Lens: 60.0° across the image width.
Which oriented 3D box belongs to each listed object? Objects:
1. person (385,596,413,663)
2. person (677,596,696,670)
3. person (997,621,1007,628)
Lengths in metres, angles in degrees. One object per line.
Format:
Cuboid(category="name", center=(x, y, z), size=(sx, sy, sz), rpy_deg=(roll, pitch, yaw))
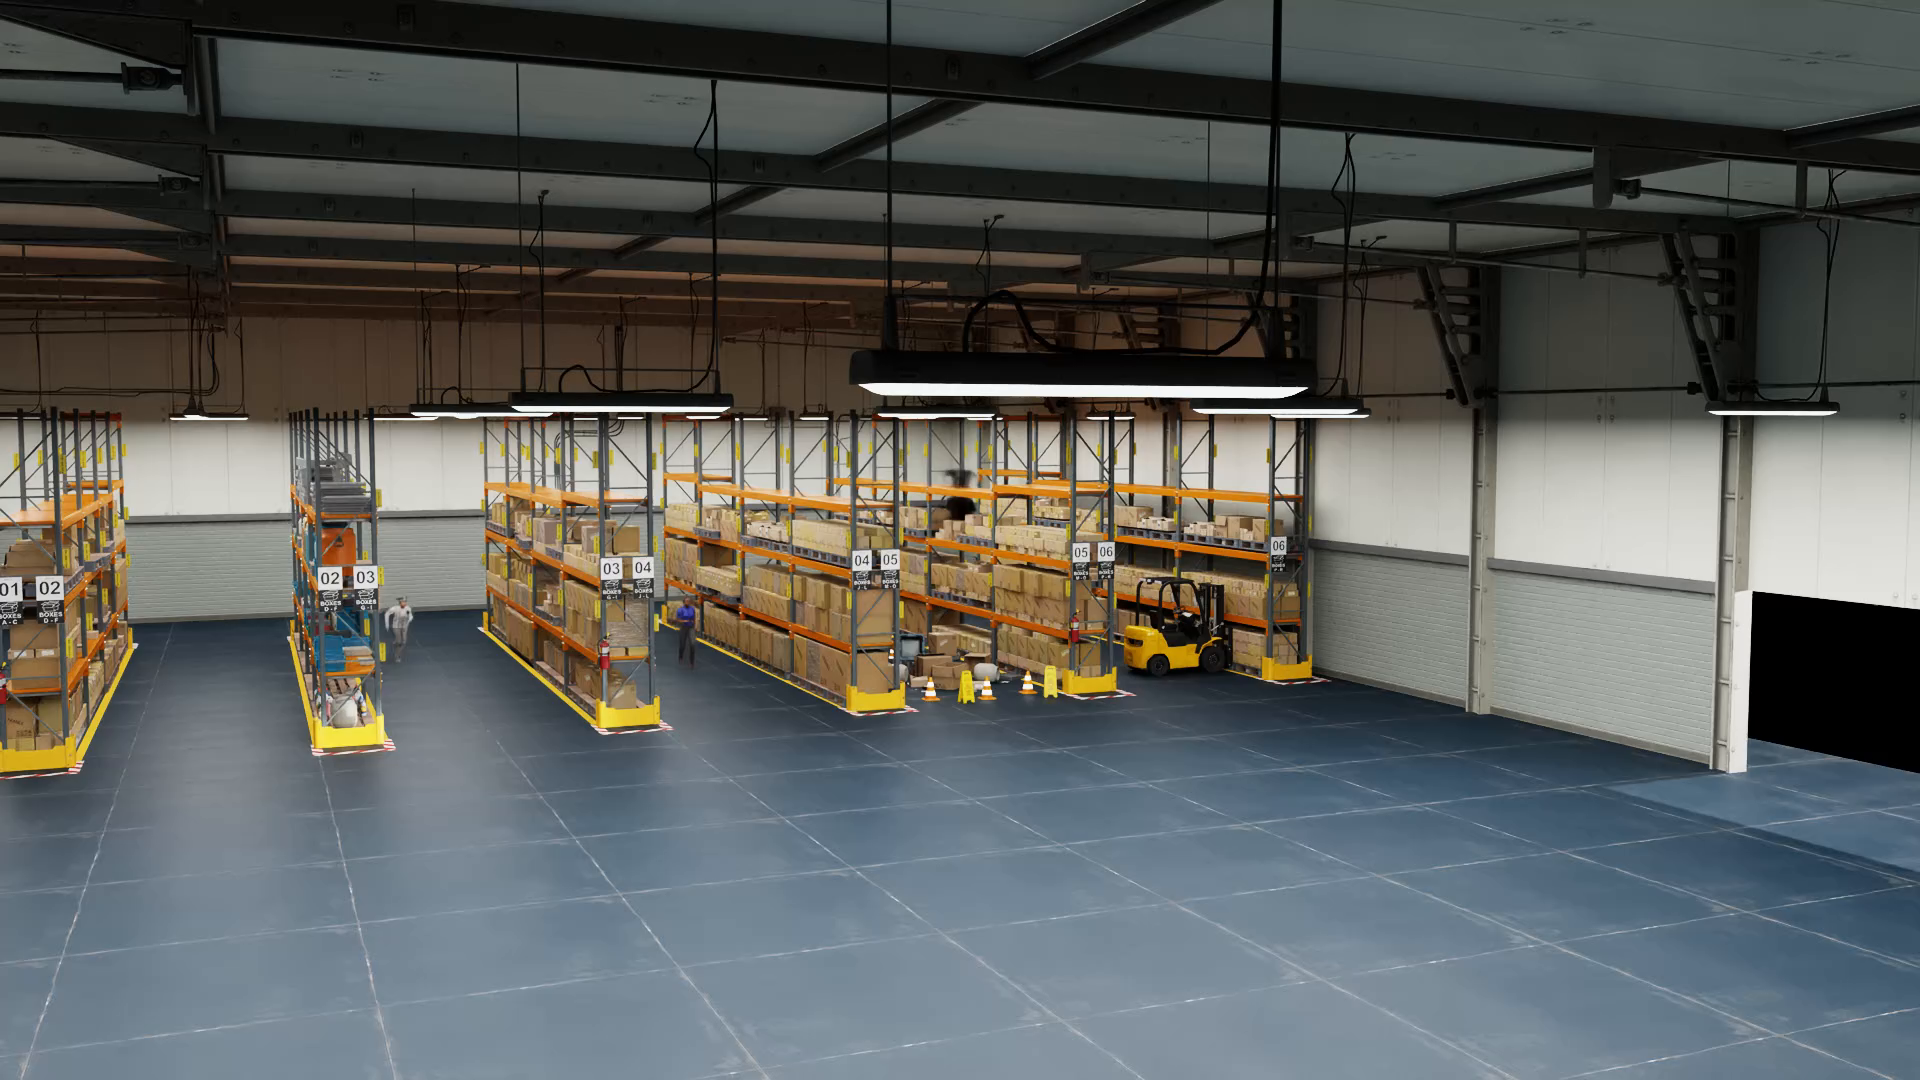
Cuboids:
Cuboid(category="person", center=(-13.429, 2.140, 39.885), size=(0.618, 1.612, 0.667), rpy_deg=(-4, 5, -42))
Cuboid(category="person", center=(-6.410, 2.167, 38.981), size=(0.519, 1.715, 0.847), rpy_deg=(-2, 4, -24))
Cuboid(category="person", center=(1.131, 1.677, 46.236), size=(0.565, 1.647, 0.707), rpy_deg=(-3, 5, -40))
